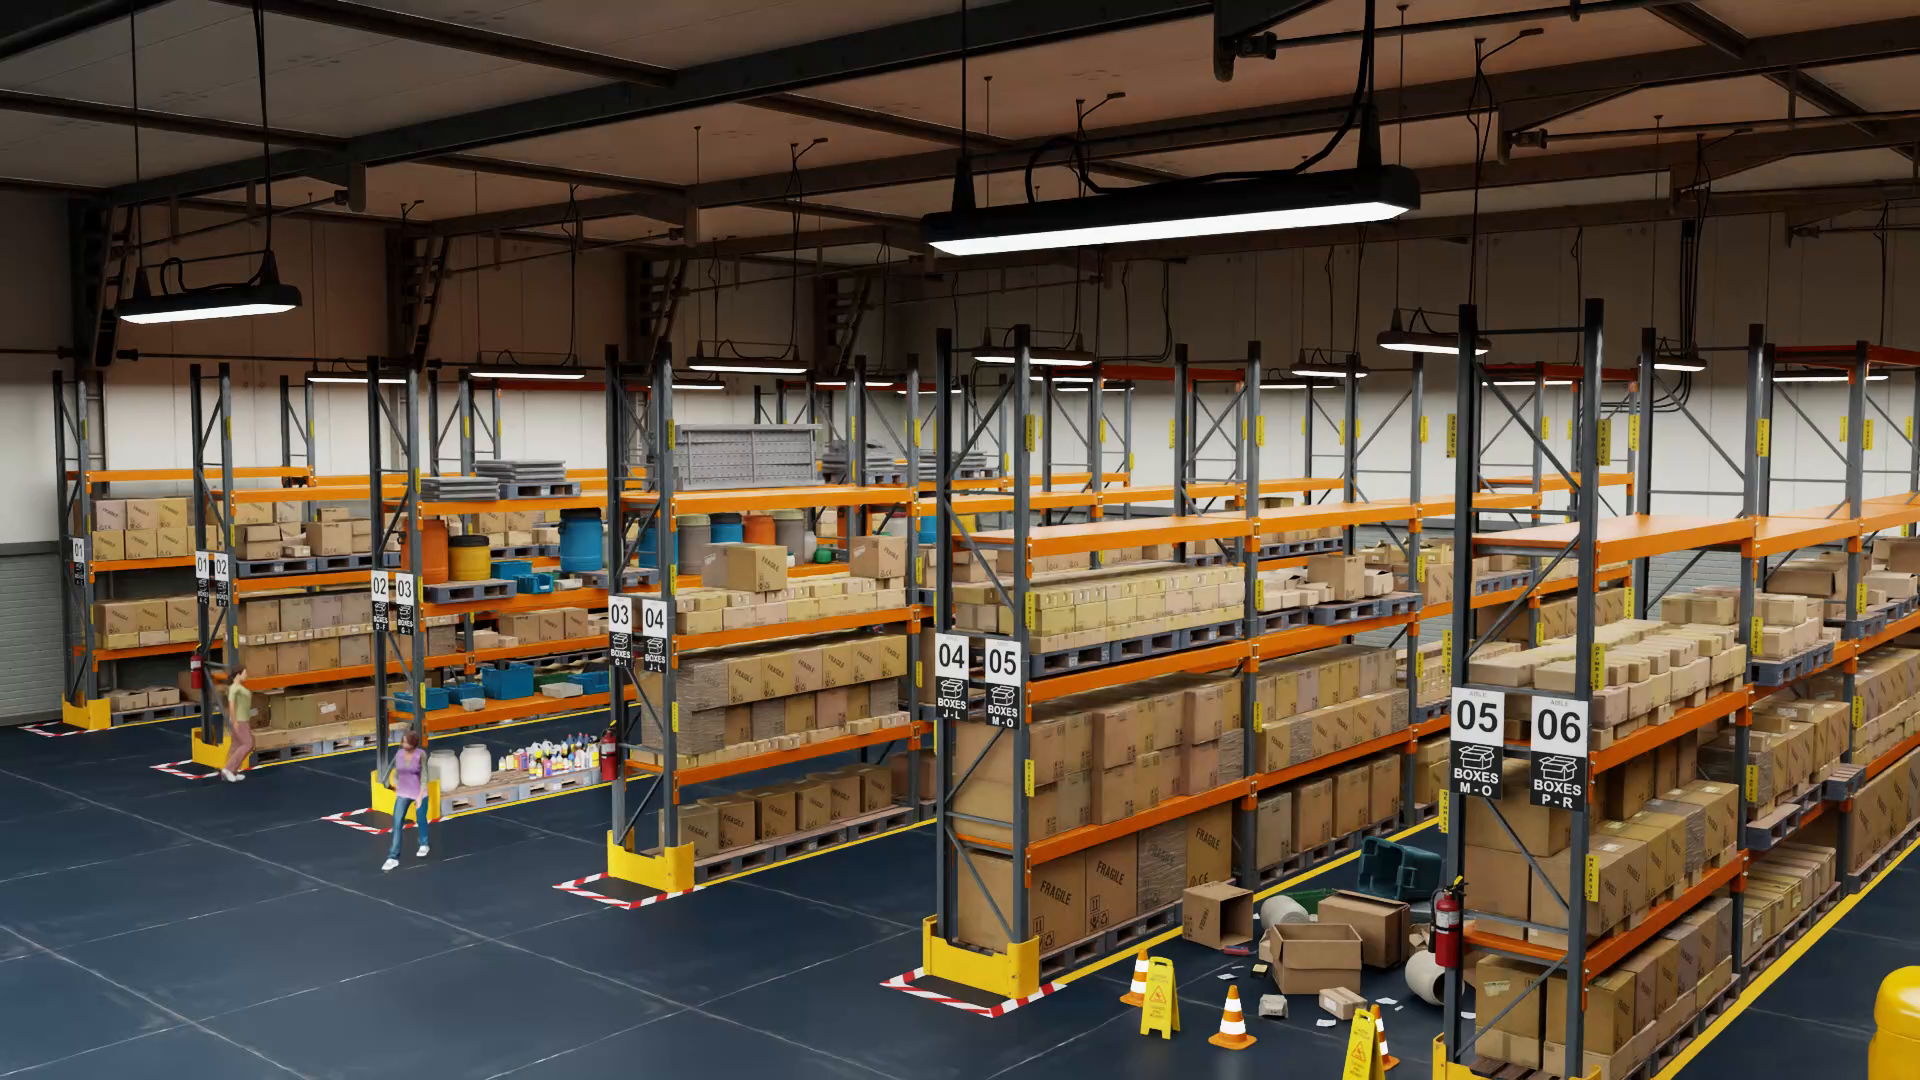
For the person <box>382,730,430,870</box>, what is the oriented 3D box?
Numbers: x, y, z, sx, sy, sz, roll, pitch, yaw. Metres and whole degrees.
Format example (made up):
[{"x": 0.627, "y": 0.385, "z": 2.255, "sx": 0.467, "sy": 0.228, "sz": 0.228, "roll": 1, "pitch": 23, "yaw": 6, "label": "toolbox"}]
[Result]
[{"x": -6.397, "y": 2.974, "z": 19.304, "sx": 0.450, "sy": 1.544, "sz": 0.918, "roll": 0, "pitch": 4, "yaw": -6, "label": "person"}]

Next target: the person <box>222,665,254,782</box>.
[{"x": -10.319, "y": 2.613, "z": 23.753, "sx": 0.458, "sy": 1.649, "sz": 0.567, "roll": -1, "pitch": 4, "yaw": -14, "label": "person"}]
